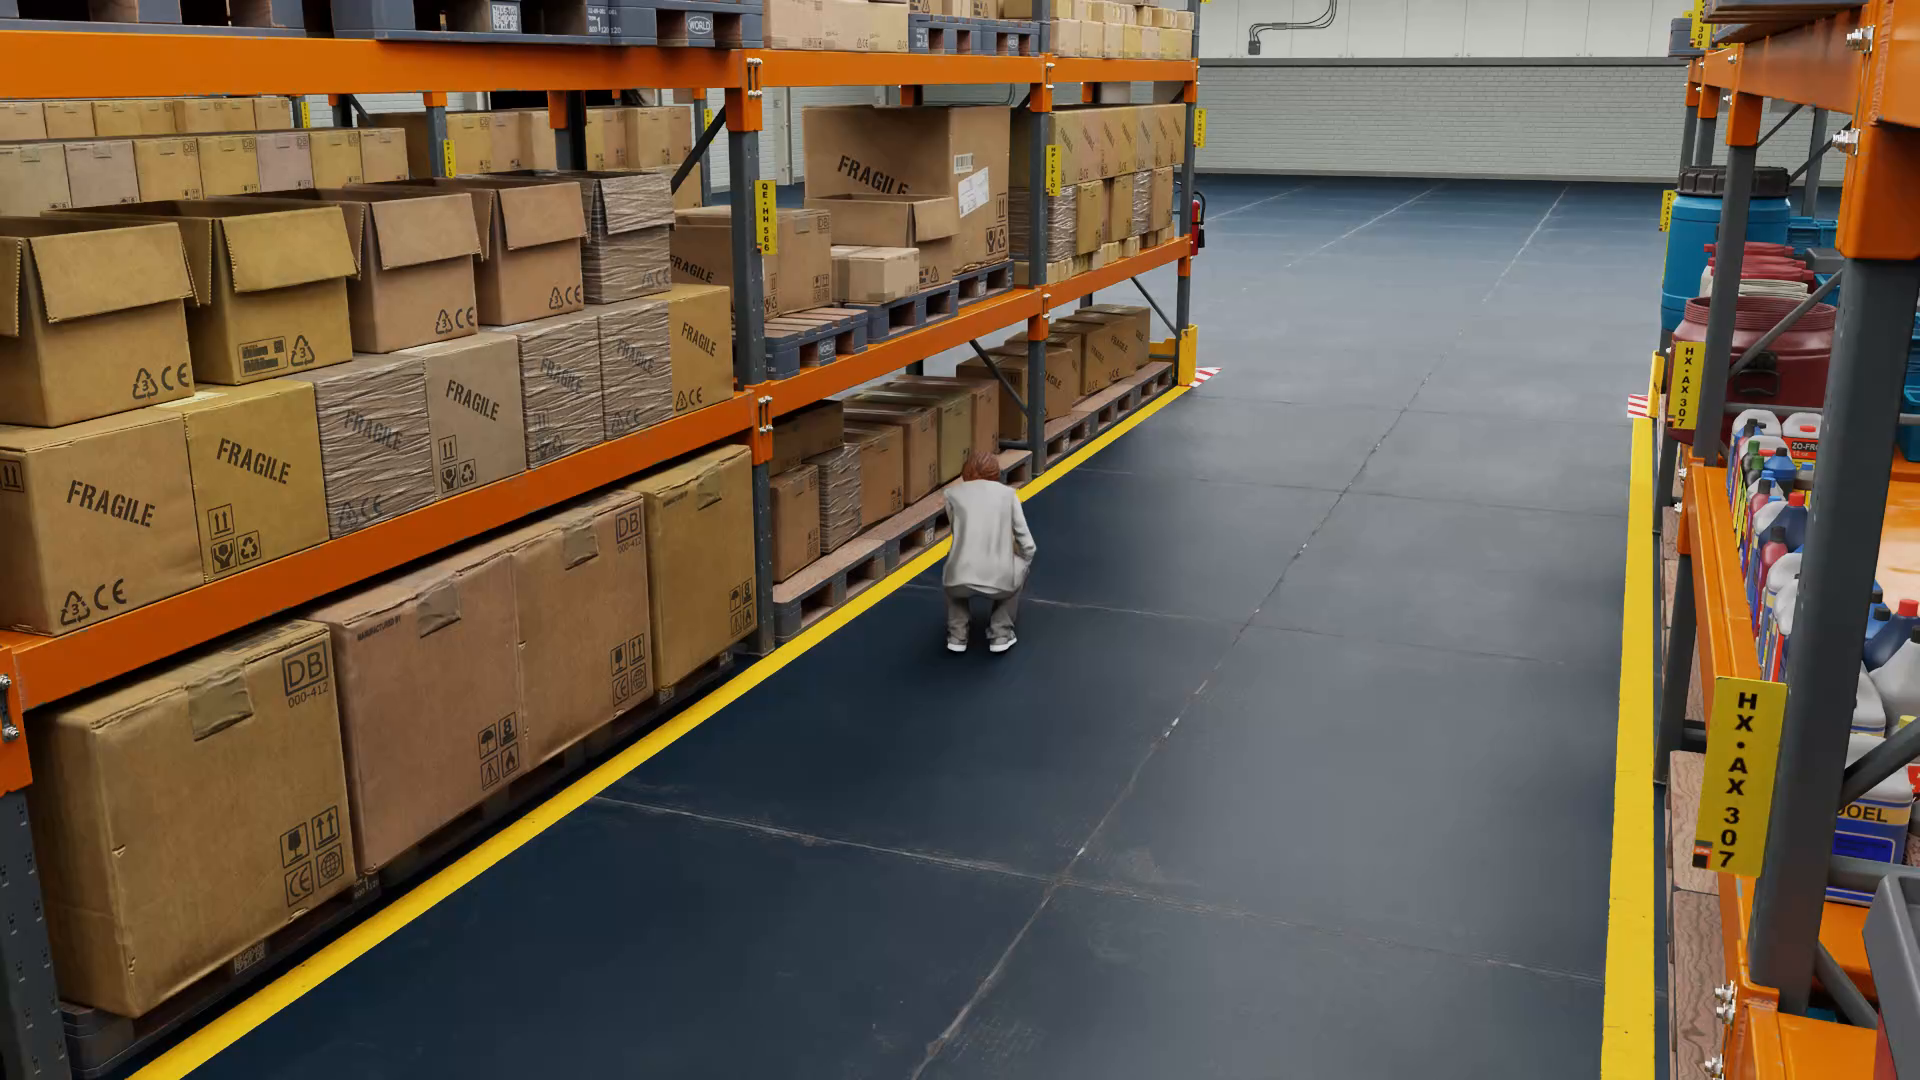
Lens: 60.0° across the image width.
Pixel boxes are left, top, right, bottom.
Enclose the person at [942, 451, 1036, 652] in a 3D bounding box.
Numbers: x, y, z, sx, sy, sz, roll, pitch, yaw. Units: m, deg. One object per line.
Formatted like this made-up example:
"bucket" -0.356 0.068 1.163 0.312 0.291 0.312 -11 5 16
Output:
"person" 0.132 0.060 8.123 0.452 0.909 0.807 3 16 9
